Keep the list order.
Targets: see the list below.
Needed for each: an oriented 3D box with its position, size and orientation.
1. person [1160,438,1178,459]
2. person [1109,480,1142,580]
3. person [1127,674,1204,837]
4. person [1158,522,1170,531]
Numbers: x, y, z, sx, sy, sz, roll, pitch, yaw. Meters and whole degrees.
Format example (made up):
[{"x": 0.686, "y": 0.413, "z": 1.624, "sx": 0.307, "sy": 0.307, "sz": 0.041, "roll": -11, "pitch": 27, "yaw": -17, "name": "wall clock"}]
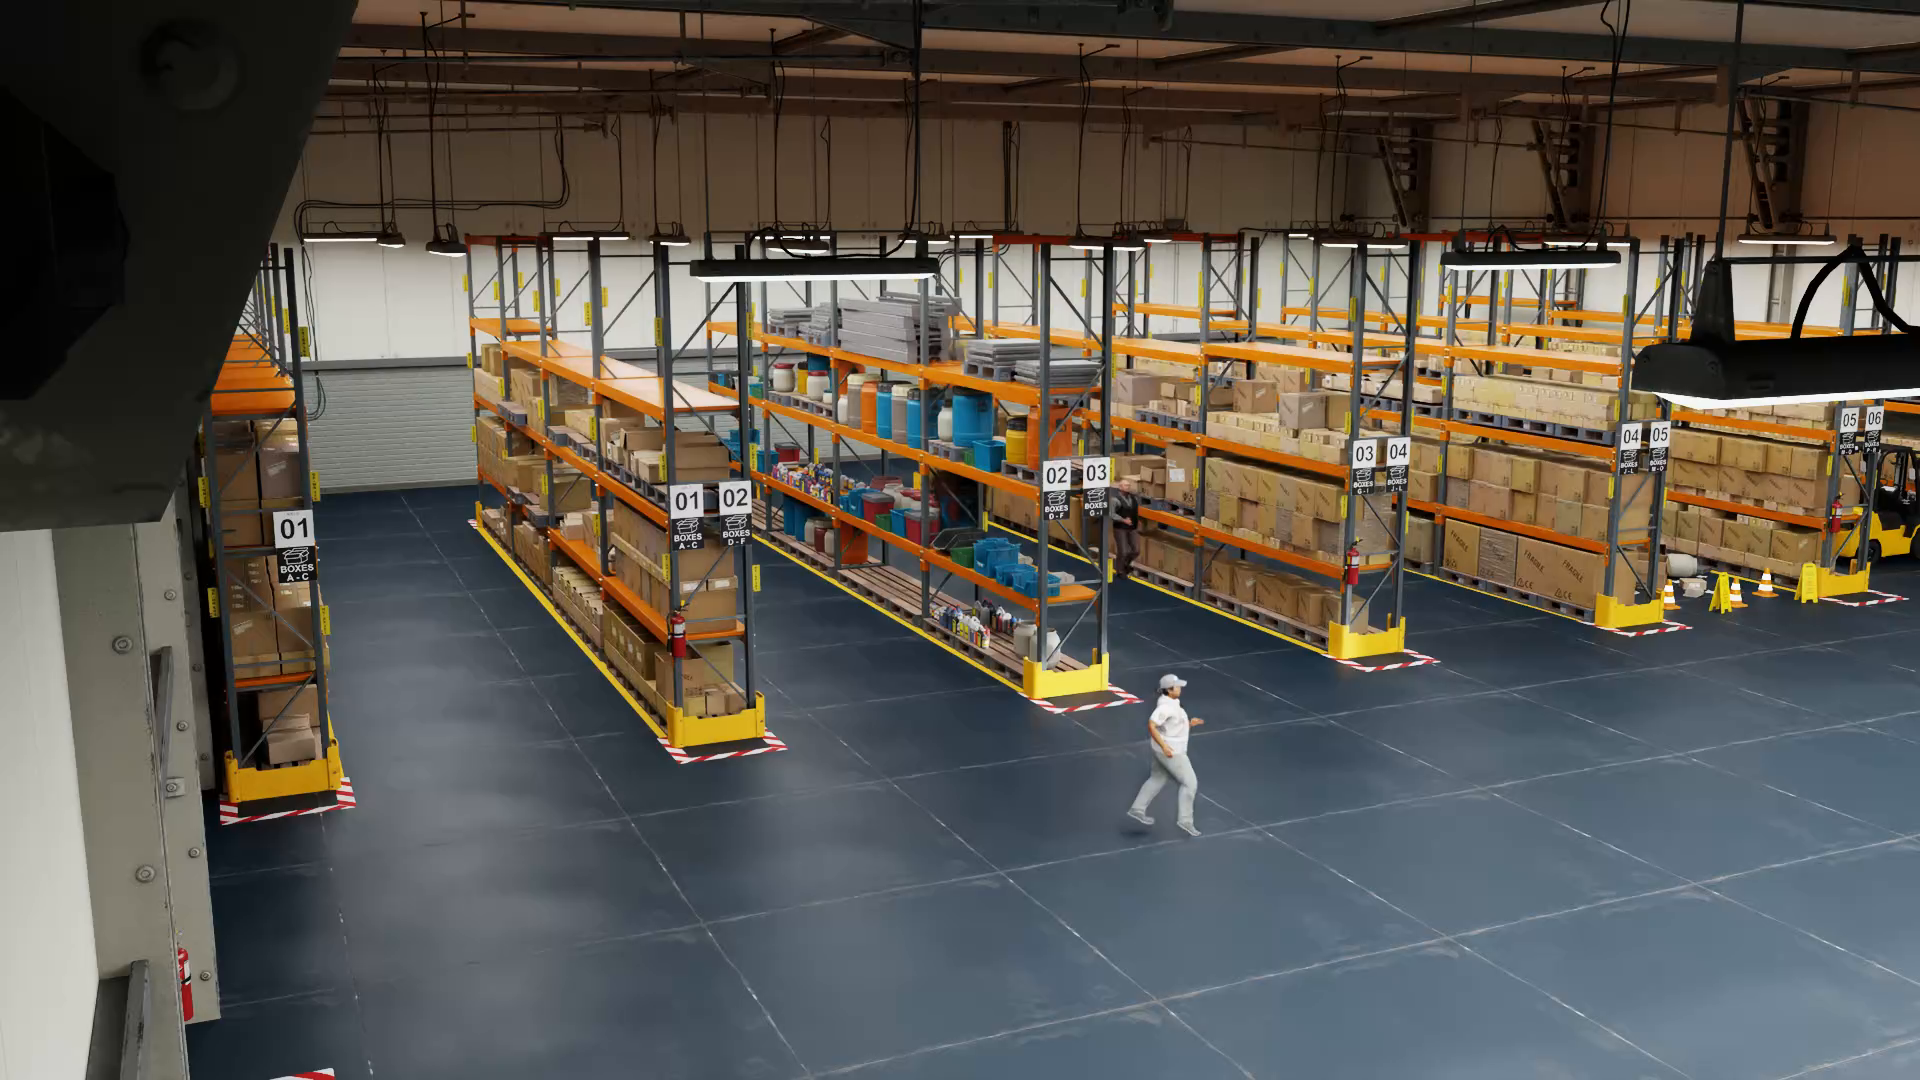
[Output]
[{"x": 4.573, "y": -1.300, "z": 35.292, "sx": 0.722, "sy": 1.727, "sz": 0.607, "roll": -4, "pitch": 12, "yaw": -18, "name": "person"}, {"x": 2.822, "y": -0.163, "z": 28.030, "sx": 0.653, "sy": 1.697, "sz": 0.553, "roll": -6, "pitch": 12, "yaw": -27, "name": "person"}, {"x": 2.144, "y": 2.234, "z": 17.264, "sx": 0.767, "sy": 1.728, "sz": 0.580, "roll": -1, "pitch": 11, "yaw": -3, "name": "person"}, {"x": 3.959, "y": -0.735, "z": 32.647, "sx": 0.632, "sy": 1.613, "sz": 0.583, "roll": -4, "pitch": 12, "yaw": -22, "name": "person"}]
